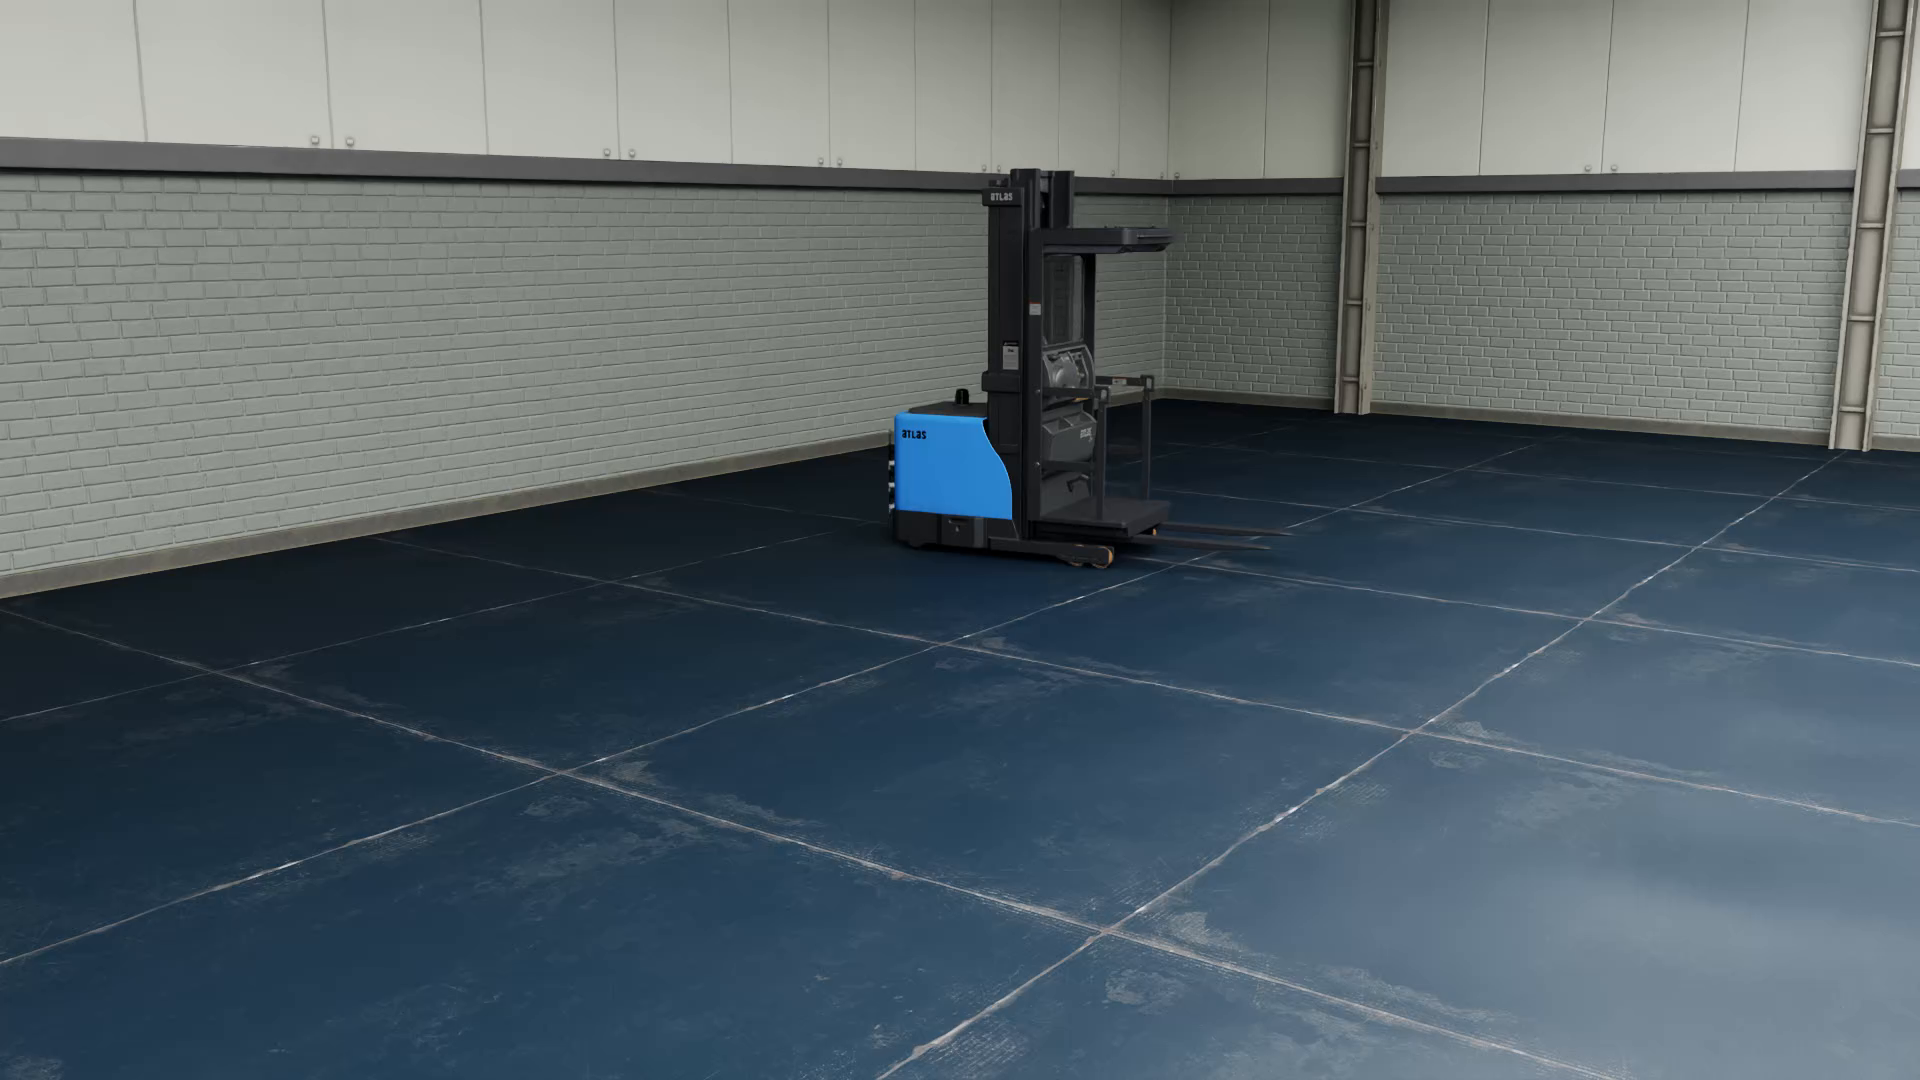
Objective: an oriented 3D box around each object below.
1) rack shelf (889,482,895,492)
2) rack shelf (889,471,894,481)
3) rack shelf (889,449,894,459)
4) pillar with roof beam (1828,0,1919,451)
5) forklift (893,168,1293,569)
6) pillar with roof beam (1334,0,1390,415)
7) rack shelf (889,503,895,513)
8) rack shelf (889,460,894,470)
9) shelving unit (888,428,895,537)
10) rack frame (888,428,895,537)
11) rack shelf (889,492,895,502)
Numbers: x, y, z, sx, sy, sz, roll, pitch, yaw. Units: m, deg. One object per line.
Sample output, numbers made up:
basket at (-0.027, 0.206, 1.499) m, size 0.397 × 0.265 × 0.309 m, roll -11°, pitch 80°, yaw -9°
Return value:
rack shelf at (-0.436, -0.447, 13.645) m, size 0.200 × 0.077 × 0.258 m, roll 5°, pitch 12°, yaw 25°
rack shelf at (-0.436, -0.535, 13.628) m, size 0.200 × 0.077 × 0.258 m, roll 5°, pitch 12°, yaw 25°
rack shelf at (-0.436, -0.712, 13.594) m, size 0.200 × 0.077 × 0.258 m, roll 5°, pitch 12°, yaw 25°
pillar with roof beam at (7.568, -4.799, 14.644) m, size 0.400 × 9.000 × 9.100 m, roll 8°, pitch 13°, yaw 36°
forklift at (1.022, -1.340, 12.740) m, size 3.031 × 2.935 × 1.130 m, roll 5°, pitch 12°, yaw 25°
pillar with roof beam at (2.732, -5.474, 18.131) m, size 0.400 × 9.000 × 9.100 m, roll 8°, pitch 13°, yaw 36°
rack shelf at (-0.436, -0.270, 13.680) m, size 0.200 × 0.077 × 0.258 m, roll 5°, pitch 12°, yaw 25°
rack shelf at (-0.436, -0.623, 13.611) m, size 0.200 × 0.077 × 0.258 m, roll 5°, pitch 12°, yaw 25°
shelving unit at (-0.436, -0.479, 13.639) m, size 0.210 × 0.900 × 0.258 m, roll 5°, pitch 12°, yaw 25°
rack frame at (-0.527, -0.488, 13.682) m, size 0.006 × 0.900 × 0.240 m, roll 5°, pitch 12°, yaw 25°
rack shelf at (-0.436, -0.358, 13.662) m, size 0.200 × 0.077 × 0.258 m, roll 5°, pitch 12°, yaw 25°
